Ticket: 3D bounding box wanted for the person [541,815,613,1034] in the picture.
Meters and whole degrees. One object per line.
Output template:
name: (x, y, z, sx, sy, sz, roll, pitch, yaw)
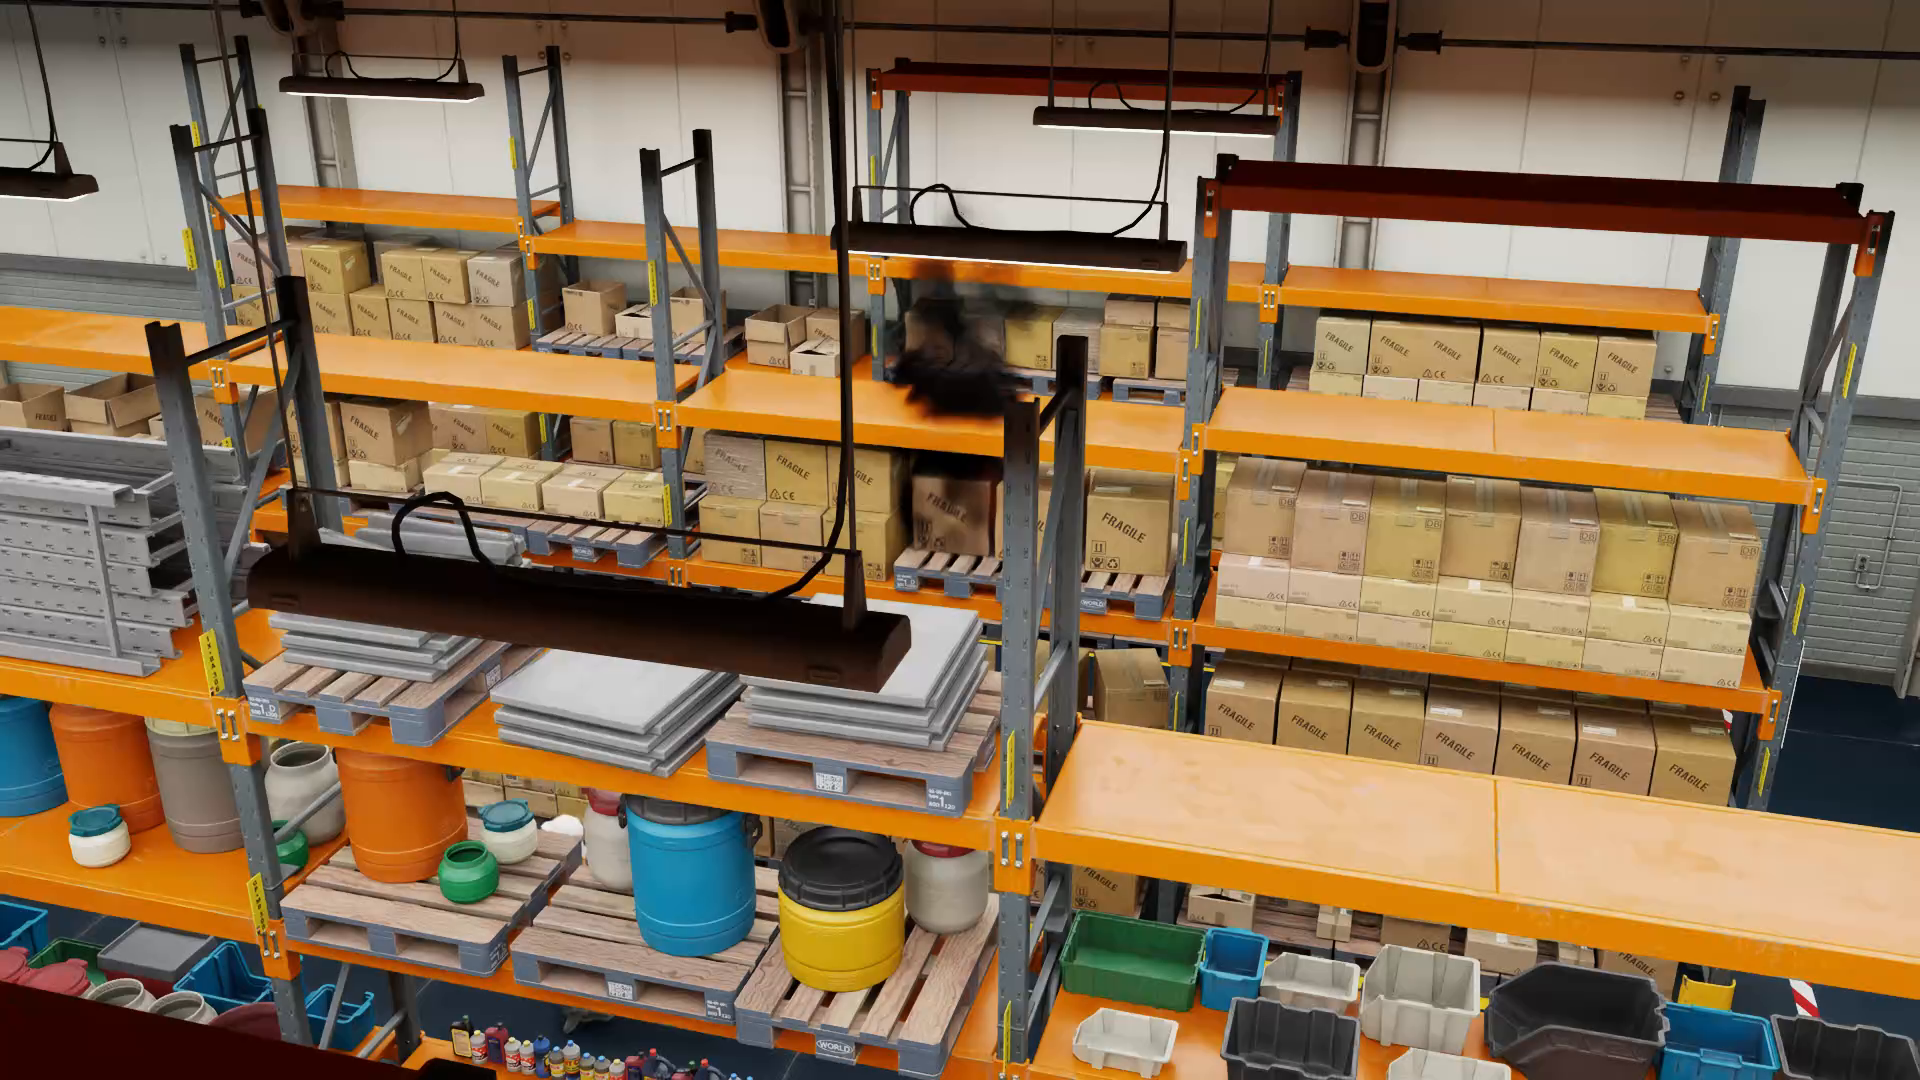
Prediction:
person: (-2.859, 2.744, 11.889, 0.647, 1.767, 0.642, 2, 23, 6)
